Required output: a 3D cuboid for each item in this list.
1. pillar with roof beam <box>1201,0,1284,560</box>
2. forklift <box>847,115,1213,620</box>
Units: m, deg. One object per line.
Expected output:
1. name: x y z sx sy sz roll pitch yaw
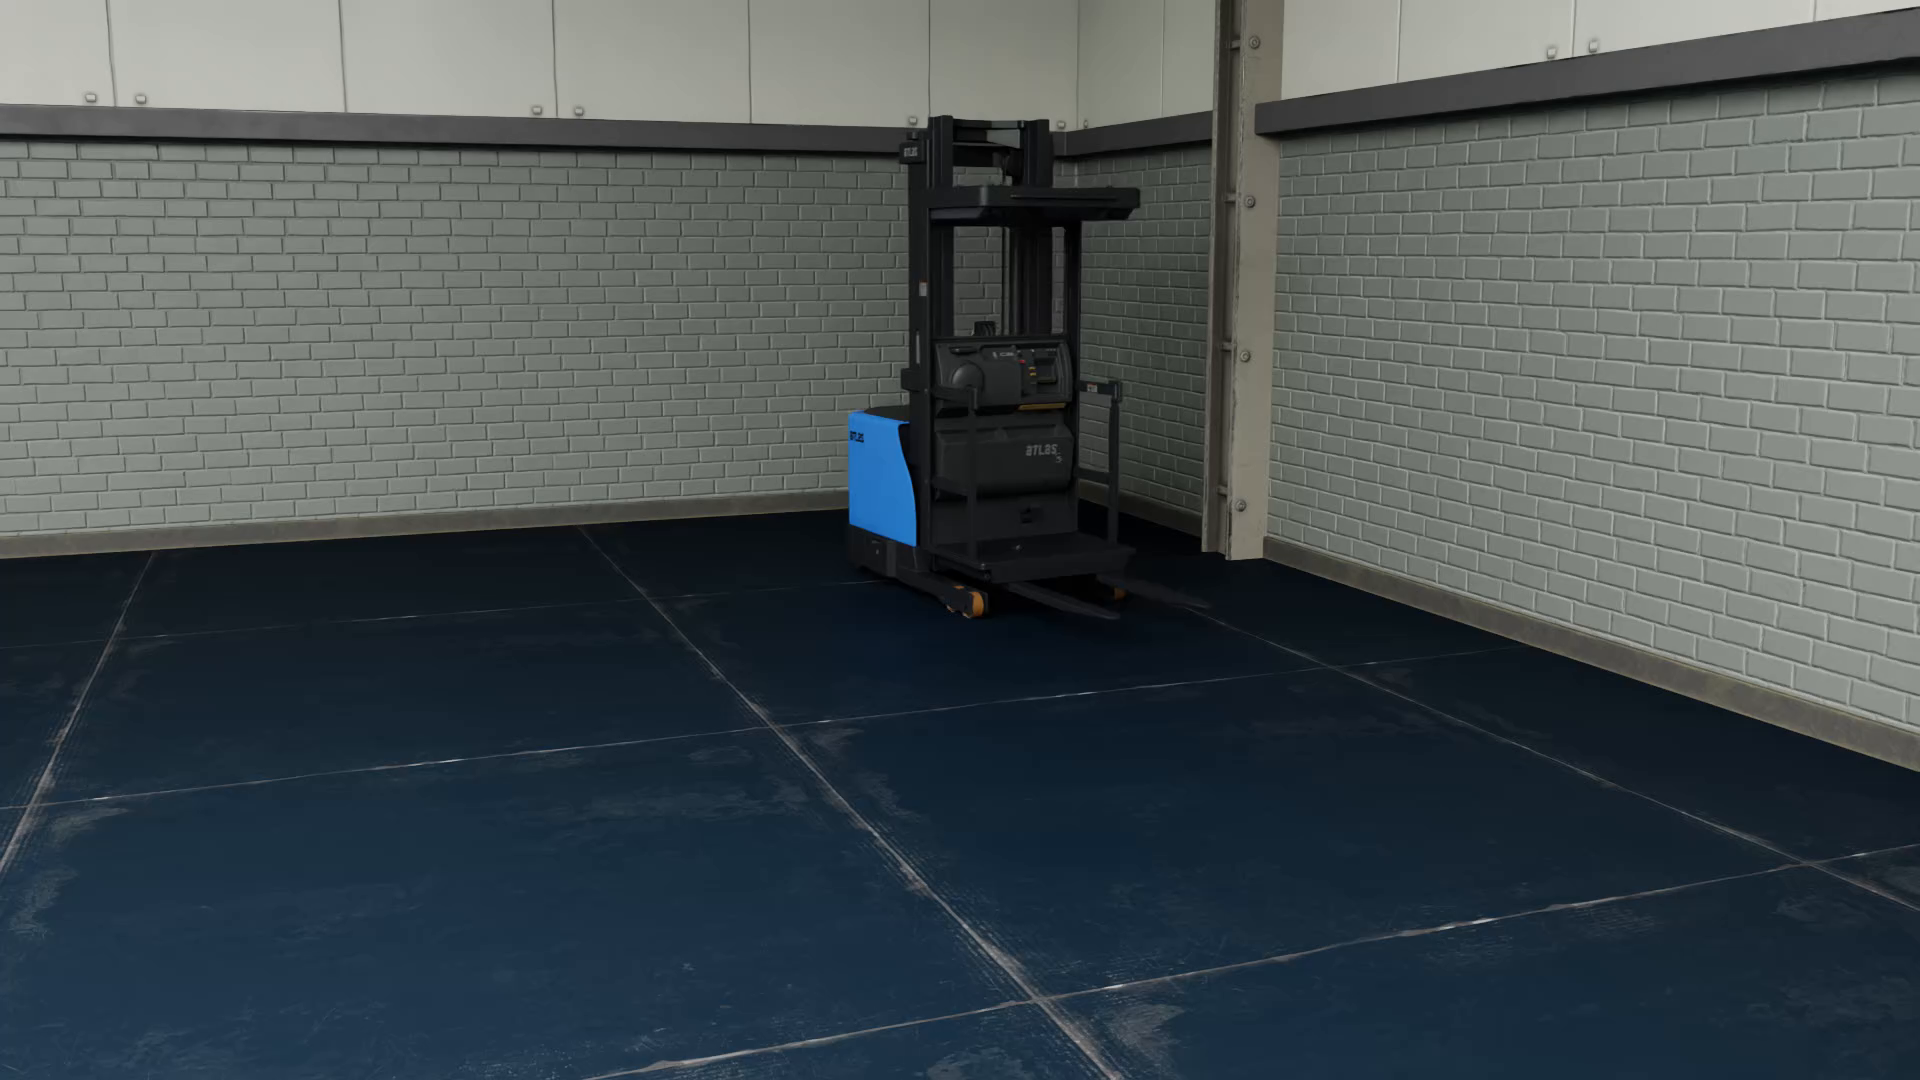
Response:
1. pillar with roof beam: -2.061 -4.057 9.532 9.100 9.000 0.400 -4 11 -21
2. forklift: 0.378 -1.067 10.052 1.130 2.935 3.031 -5 11 -28
